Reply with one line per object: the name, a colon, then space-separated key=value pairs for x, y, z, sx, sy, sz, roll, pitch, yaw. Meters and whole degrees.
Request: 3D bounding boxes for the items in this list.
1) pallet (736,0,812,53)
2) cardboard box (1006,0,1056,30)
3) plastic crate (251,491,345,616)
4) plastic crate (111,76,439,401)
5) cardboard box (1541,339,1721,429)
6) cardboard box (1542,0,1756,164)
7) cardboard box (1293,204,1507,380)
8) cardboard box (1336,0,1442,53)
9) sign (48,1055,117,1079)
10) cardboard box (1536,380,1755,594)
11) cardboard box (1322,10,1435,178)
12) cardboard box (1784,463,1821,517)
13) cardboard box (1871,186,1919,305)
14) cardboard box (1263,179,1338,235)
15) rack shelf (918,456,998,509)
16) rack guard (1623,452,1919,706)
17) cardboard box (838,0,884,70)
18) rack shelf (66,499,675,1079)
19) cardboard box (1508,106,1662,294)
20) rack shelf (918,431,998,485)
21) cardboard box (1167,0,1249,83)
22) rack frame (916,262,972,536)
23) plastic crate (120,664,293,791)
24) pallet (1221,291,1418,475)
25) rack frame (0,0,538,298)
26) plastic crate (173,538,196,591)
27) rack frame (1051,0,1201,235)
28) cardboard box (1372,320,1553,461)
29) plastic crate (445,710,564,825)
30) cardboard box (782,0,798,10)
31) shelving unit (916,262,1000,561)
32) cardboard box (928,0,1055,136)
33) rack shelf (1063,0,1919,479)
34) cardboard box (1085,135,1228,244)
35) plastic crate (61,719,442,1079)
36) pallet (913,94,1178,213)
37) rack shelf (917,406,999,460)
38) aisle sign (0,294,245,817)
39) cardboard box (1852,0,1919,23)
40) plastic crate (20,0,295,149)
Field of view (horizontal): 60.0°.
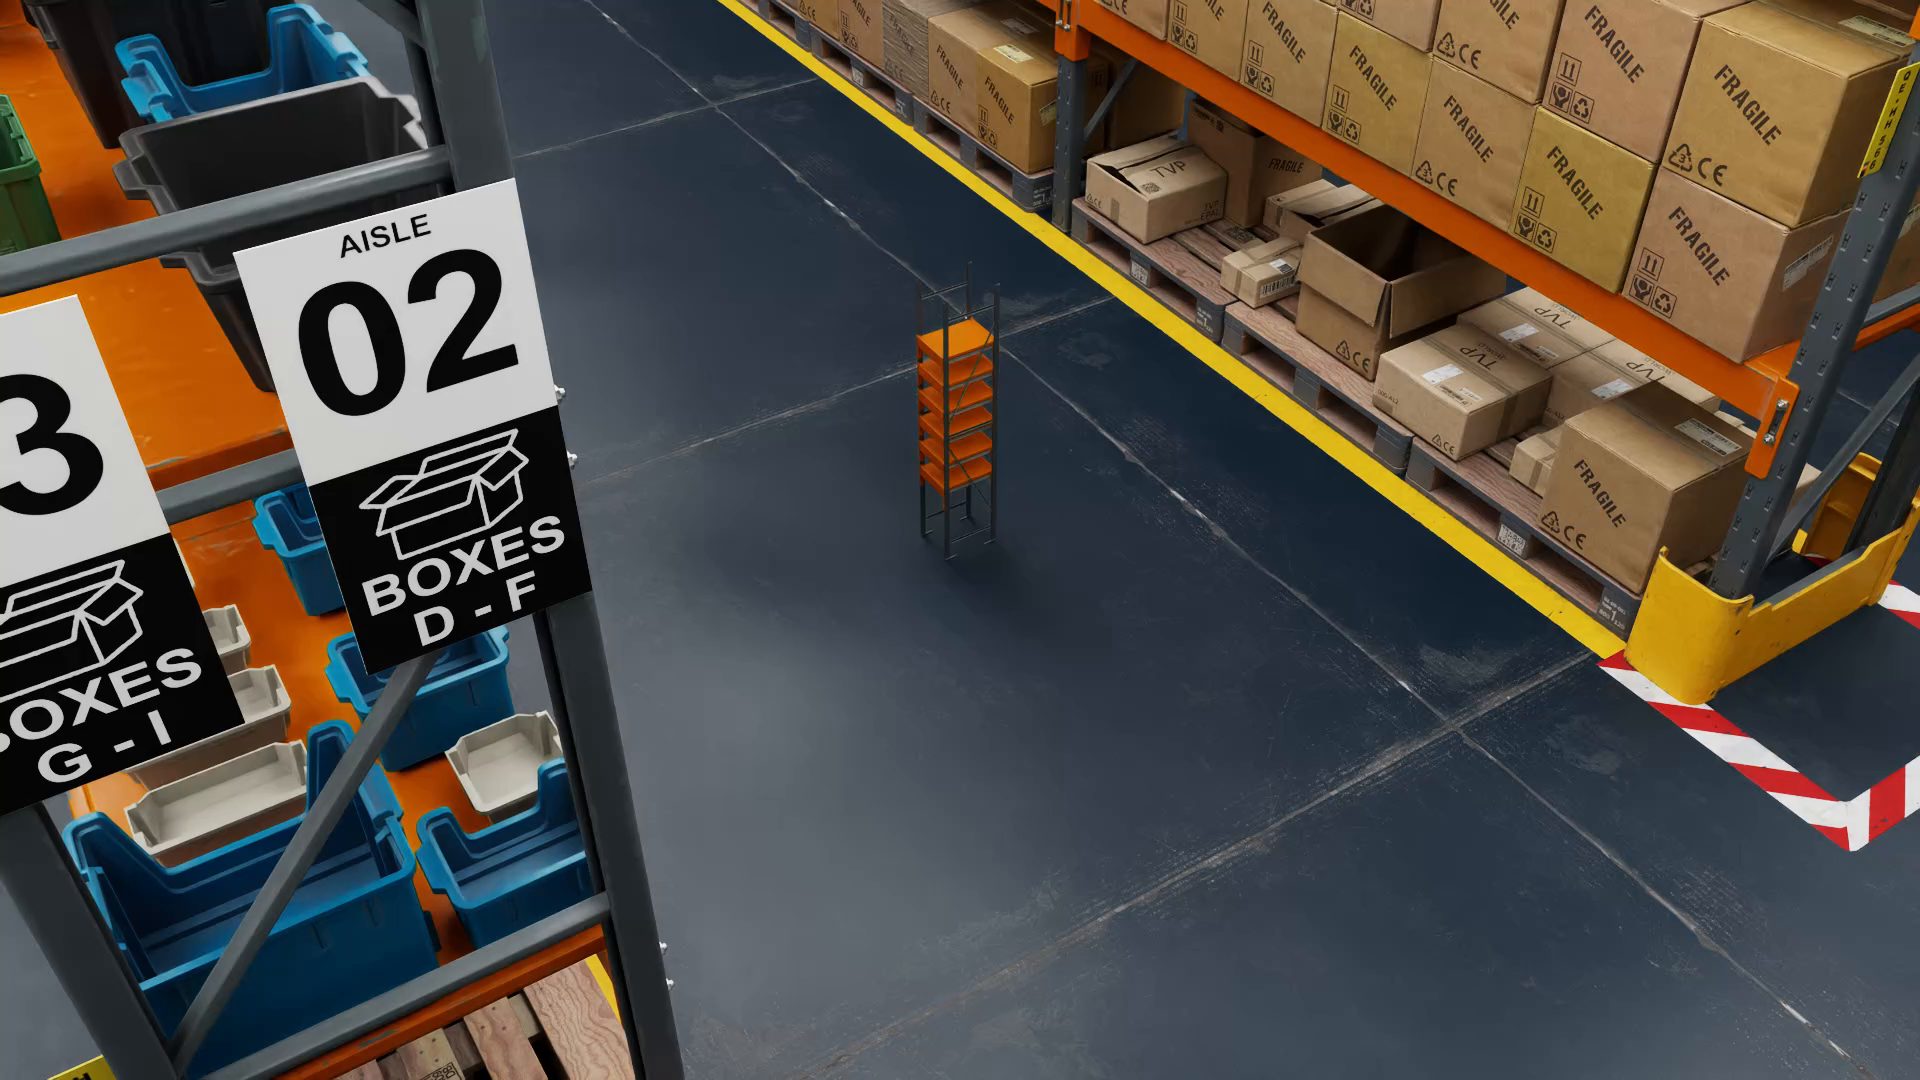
pallet: x=-0.847 y=-3.619 z=10.929 sx=1.003 sy=0.211 sz=1.213 roll=-22 pitch=45 yaw=-24
cardboard box: x=0.583 y=-2.786 z=9.359 sx=0.500 sy=0.500 sz=0.500 roll=-22 pitch=44 yaw=-24
plastic crate: x=-1.657 y=-0.002 z=4.493 sx=0.416 sy=0.233 sz=0.300 roll=-22 pitch=45 yaw=-24
plastic crate: x=-1.066 y=-0.492 z=2.756 sx=0.497 sy=0.269 sz=0.590 roll=-22 pitch=45 yaw=-24
cardboard box: x=2.763 y=-0.562 z=6.886 sx=0.500 sy=0.250 sz=0.500 roll=-22 pitch=45 yaw=-24
cardboard box: x=2.341 y=-1.629 z=5.503 sx=0.500 sy=0.500 sz=0.500 roll=-21 pitch=44 yaw=-23
cardboard box: x=1.948 y=-1.145 z=7.388 sx=0.797 sy=0.503 sz=0.637 roll=-22 pitch=45 yaw=-24
cardboard box: x=1.782 y=-2.185 z=6.170 sx=0.500 sy=0.500 sz=0.500 roll=-21 pitch=44 yaw=-23
sign: x=-1.549 y=1.050 z=3.020 sx=0.100 sy=0.325 sz=0.005 roll=-22 pitch=45 yaw=-24
cardboard box: x=2.585 y=-0.206 z=6.263 sx=0.500 sy=0.500 sz=0.500 roll=-22 pitch=45 yaw=-24
cardboard box: x=1.798 y=-1.797 z=6.486 sx=0.500 sy=0.500 sz=0.500 roll=-23 pitch=45 yaw=-25
cardboard box: x=3.149 y=-0.207 z=6.538 sx=0.380 sy=0.149 sz=0.250 roll=-22 pitch=45 yaw=-24
cardboard box: x=3.068 y=-1.157 z=5.718 sx=0.500 sy=0.500 sz=0.500 roll=-21 pitch=44 yaw=-24
cardboard box: x=1.732 y=-1.630 z=8.246 sx=0.380 sy=0.149 sz=0.250 roll=-22 pitch=45 yaw=-24
rack shelf: x=-0.008 y=-0.250 z=6.557 sx=0.258 sy=0.103 sz=0.180 roll=-22 pitch=45 yaw=-24
rack guard: x=3.044 y=0.130 z=6.203 sx=1.175 sy=0.500 sz=0.348 roll=-22 pitch=45 yaw=-24
cardboard box: x=-0.376 y=-3.138 z=9.782 sx=0.500 sy=0.500 sz=0.500 roll=-24 pitch=45 yaw=-26
rack shelf: x=-2.169 y=0.111 z=4.835 sx=1.077 sy=0.370 sz=4.000 roll=-22 pitch=45 yaw=-24
cardboard box: x=2.332 y=-1.254 z=5.834 sx=0.500 sy=0.500 sz=0.500 roll=-22 pitch=45 yaw=-24
rack shelf: x=-0.008 y=-0.342 z=6.481 sx=0.258 sy=0.103 sz=0.180 roll=-22 pitch=45 yaw=-24
cardboard box: x=1.256 y=-2.342 z=7.139 sx=0.500 sy=0.500 sz=0.500 roll=-21 pitch=44 yaw=-24
rack frame: x=-0.057 y=-0.518 z=6.435 sx=0.240 sy=1.200 sz=0.006 roll=-22 pitch=45 yaw=-24
plastic crate: x=-1.828 y=0.453 z=4.022 sx=0.396 sy=0.136 sz=0.243 roll=-22 pitch=45 yaw=-24
pallet: x=1.962 y=-0.846 z=7.601 sx=1.003 sy=0.211 sz=1.213 roll=-22 pitch=45 yaw=-24
rack frame: x=-1.094 y=-1.391 z=1.389 sx=1.000 sy=3.000 sz=0.127 roll=-22 pitch=45 yaw=-24
plastic crate: x=-2.174 y=0.158 z=4.376 sx=0.298 sy=0.136 sz=0.250 roll=-22 pitch=45 yaw=-24
rack frame: x=0.934 y=-2.948 z=7.944 sx=1.000 sy=3.000 sz=0.127 roll=-22 pitch=45 yaw=-24
cardboard box: x=2.099 y=-0.633 z=6.971 sx=0.500 sy=0.250 sz=0.500 roll=-22 pitch=45 yaw=-24
plastic crate: x=-1.052 y=0.544 z=3.913 sx=0.250 sy=0.136 sz=0.298 roll=-22 pitch=45 yaw=-24
cardboard box: x=-0.927 y=-3.691 z=10.445 sx=0.500 sy=0.500 sz=0.500 roll=-24 pitch=45 yaw=-26
shelving unit: x=-0.008 y=-0.469 z=6.375 sx=0.258 sy=1.200 sz=0.189 roll=-22 pitch=45 yaw=-24
cardboard box: x=0.168 y=-2.594 z=9.129 sx=0.500 sy=0.500 sz=0.500 roll=-22 pitch=45 yaw=-24
rack shelf: x=2.009 y=-1.592 z=6.879 sx=1.077 sy=0.370 sz=4.000 roll=-22 pitch=45 yaw=-24
cardboard box: x=0.977 y=-1.783 z=8.303 sx=0.500 sy=0.311 sz=0.500 roll=-22 pitch=45 yaw=-24
plastic crate: x=-1.431 y=0.761 z=3.419 sx=0.616 sy=0.435 sz=0.499 roll=-22 pitch=45 yaw=-24
pallet: x=0.465 y=-2.302 z=9.348 sx=1.003 sy=0.211 sz=1.213 roll=-22 pitch=45 yaw=-24
rack shelf: x=-0.008 y=-0.435 z=6.404 sx=0.258 sy=0.103 sz=0.180 roll=-22 pitch=45 yaw=-24
aisle sign: x=-1.302 y=0.055 z=2.310 sx=0.394 sy=0.787 sz=0.004 roll=-22 pitch=45 yaw=-24
cardboard box: x=3.068 y=-1.542 z=5.398 sx=0.500 sy=0.500 sz=0.500 roll=-21 pitch=44 yaw=-23
plastic crate: x=-1.683 y=-1.134 z=3.472 sx=0.504 sy=0.338 sz=0.767 roll=-22 pitch=45 yaw=-24
